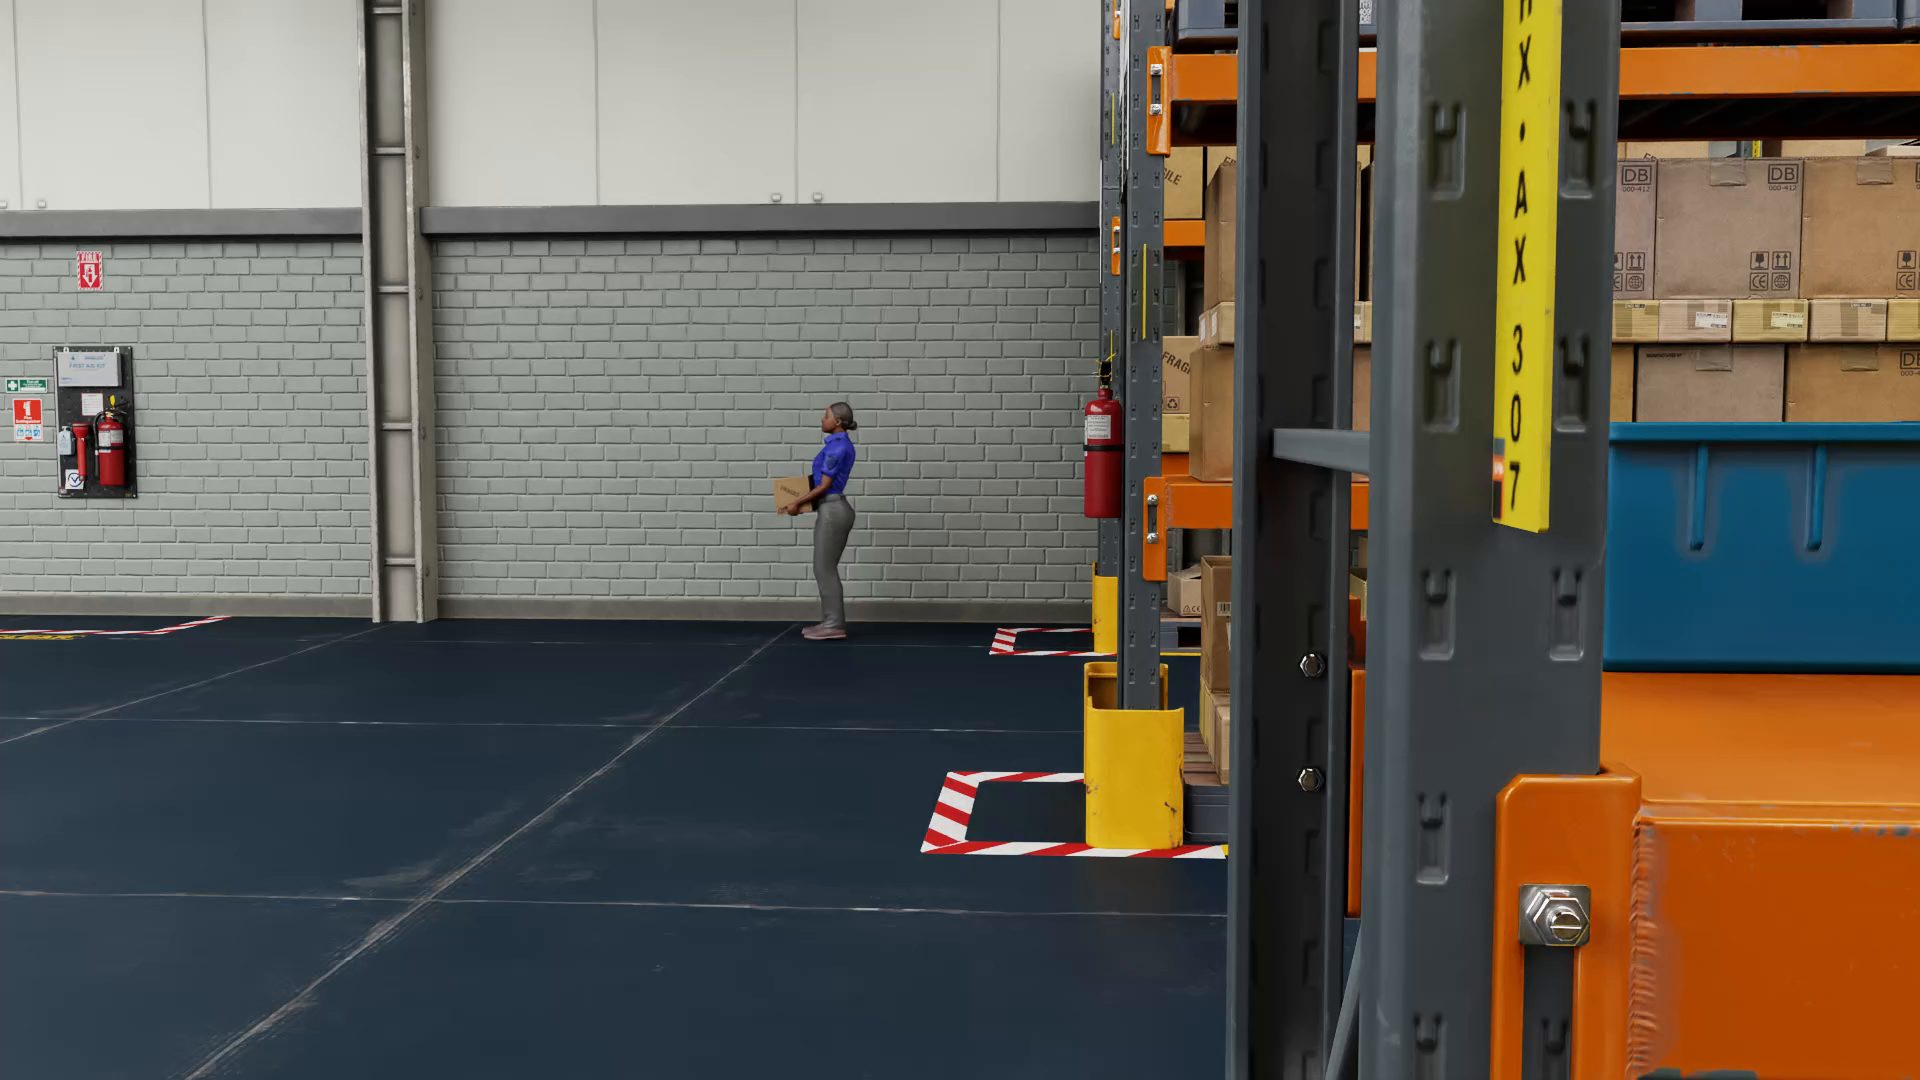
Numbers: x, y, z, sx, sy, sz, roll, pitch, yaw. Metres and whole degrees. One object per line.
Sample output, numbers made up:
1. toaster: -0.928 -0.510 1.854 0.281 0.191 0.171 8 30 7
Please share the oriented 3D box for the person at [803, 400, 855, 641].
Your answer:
1. person: -0.911 -0.141 11.578 0.349 1.655 0.525 0 4 2
